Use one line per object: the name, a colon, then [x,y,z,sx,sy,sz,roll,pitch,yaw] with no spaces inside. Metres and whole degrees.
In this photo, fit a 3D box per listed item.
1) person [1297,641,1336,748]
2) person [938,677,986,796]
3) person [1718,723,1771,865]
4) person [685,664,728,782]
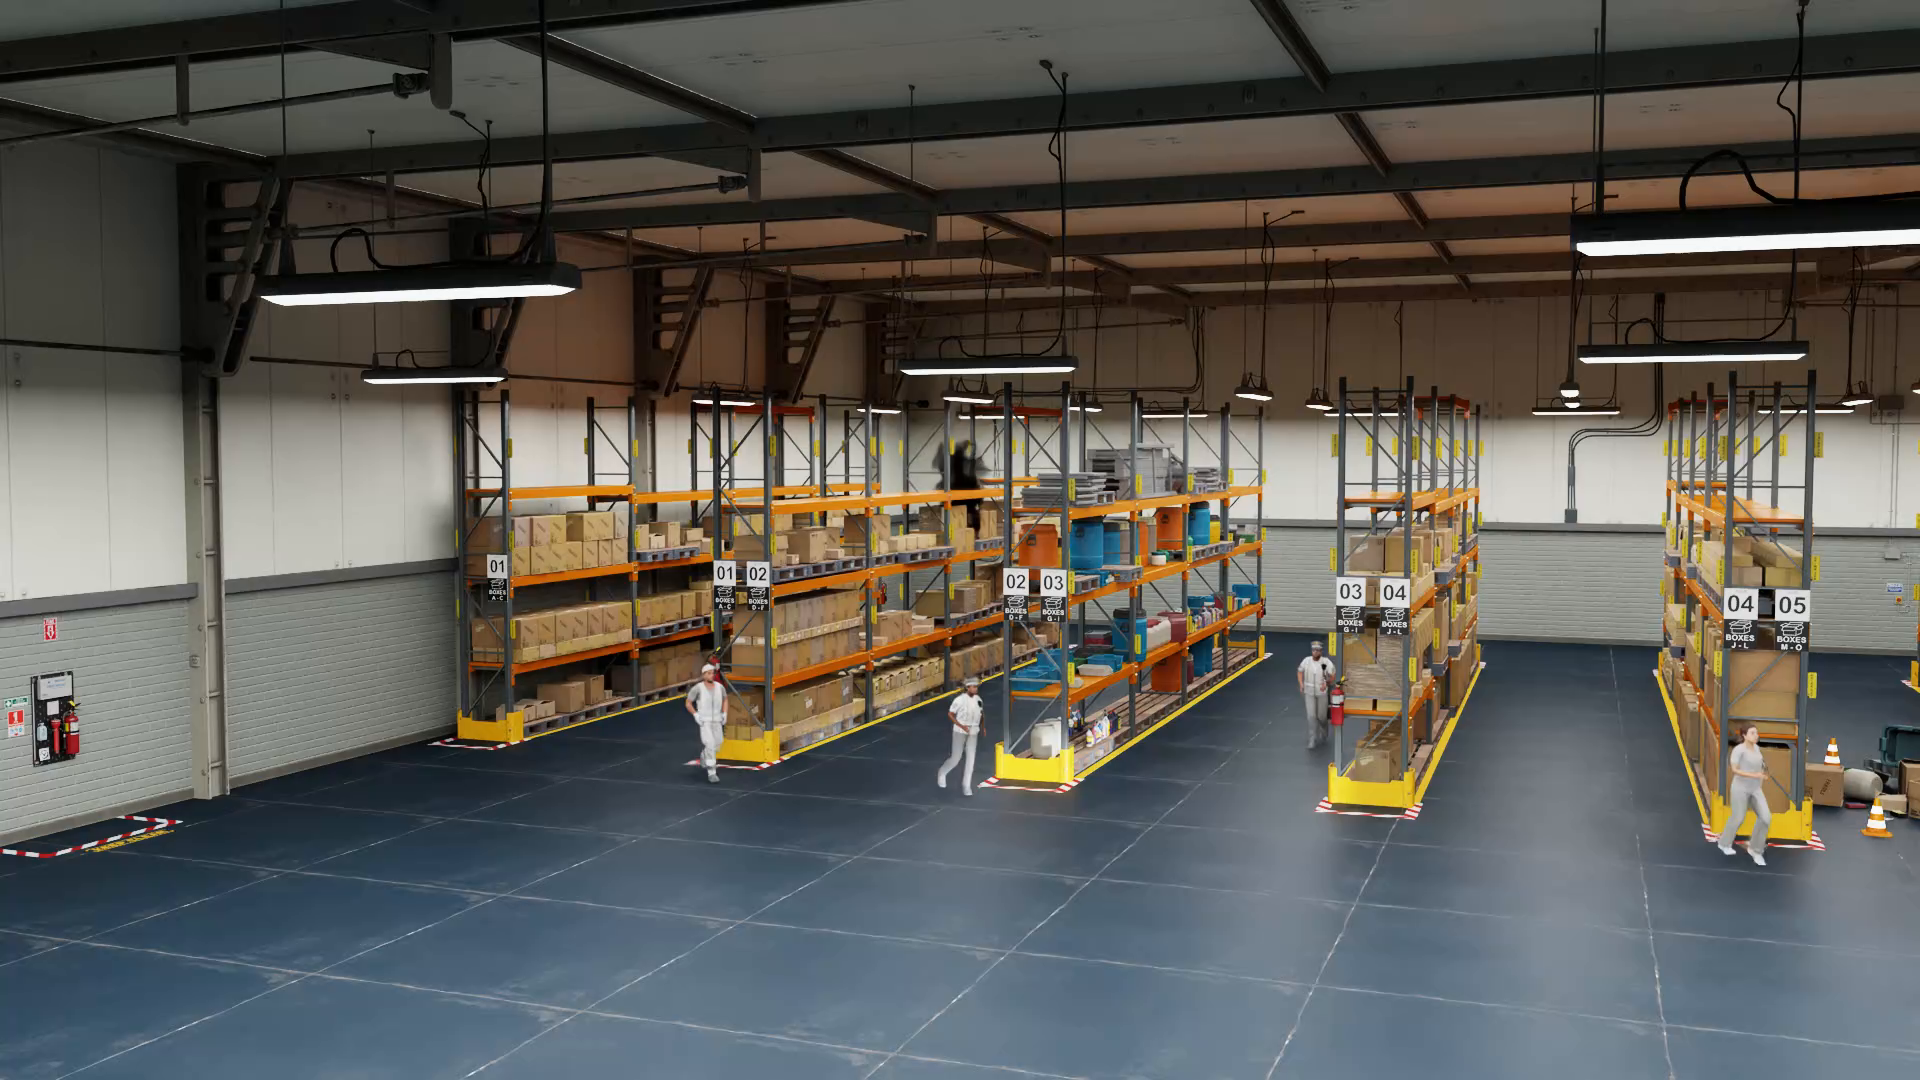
person: [6.009,2.583,28.065,0.671,1.770,0.751,1,3,20]
person: [0.105,2.828,24.265,0.664,1.667,0.831,-2,4,-29]
person: [9.533,3.074,20.135,0.585,1.738,0.734,-1,3,-20]
person: [-3.816,2.743,25.157,0.675,1.749,0.756,-2,4,-33]
